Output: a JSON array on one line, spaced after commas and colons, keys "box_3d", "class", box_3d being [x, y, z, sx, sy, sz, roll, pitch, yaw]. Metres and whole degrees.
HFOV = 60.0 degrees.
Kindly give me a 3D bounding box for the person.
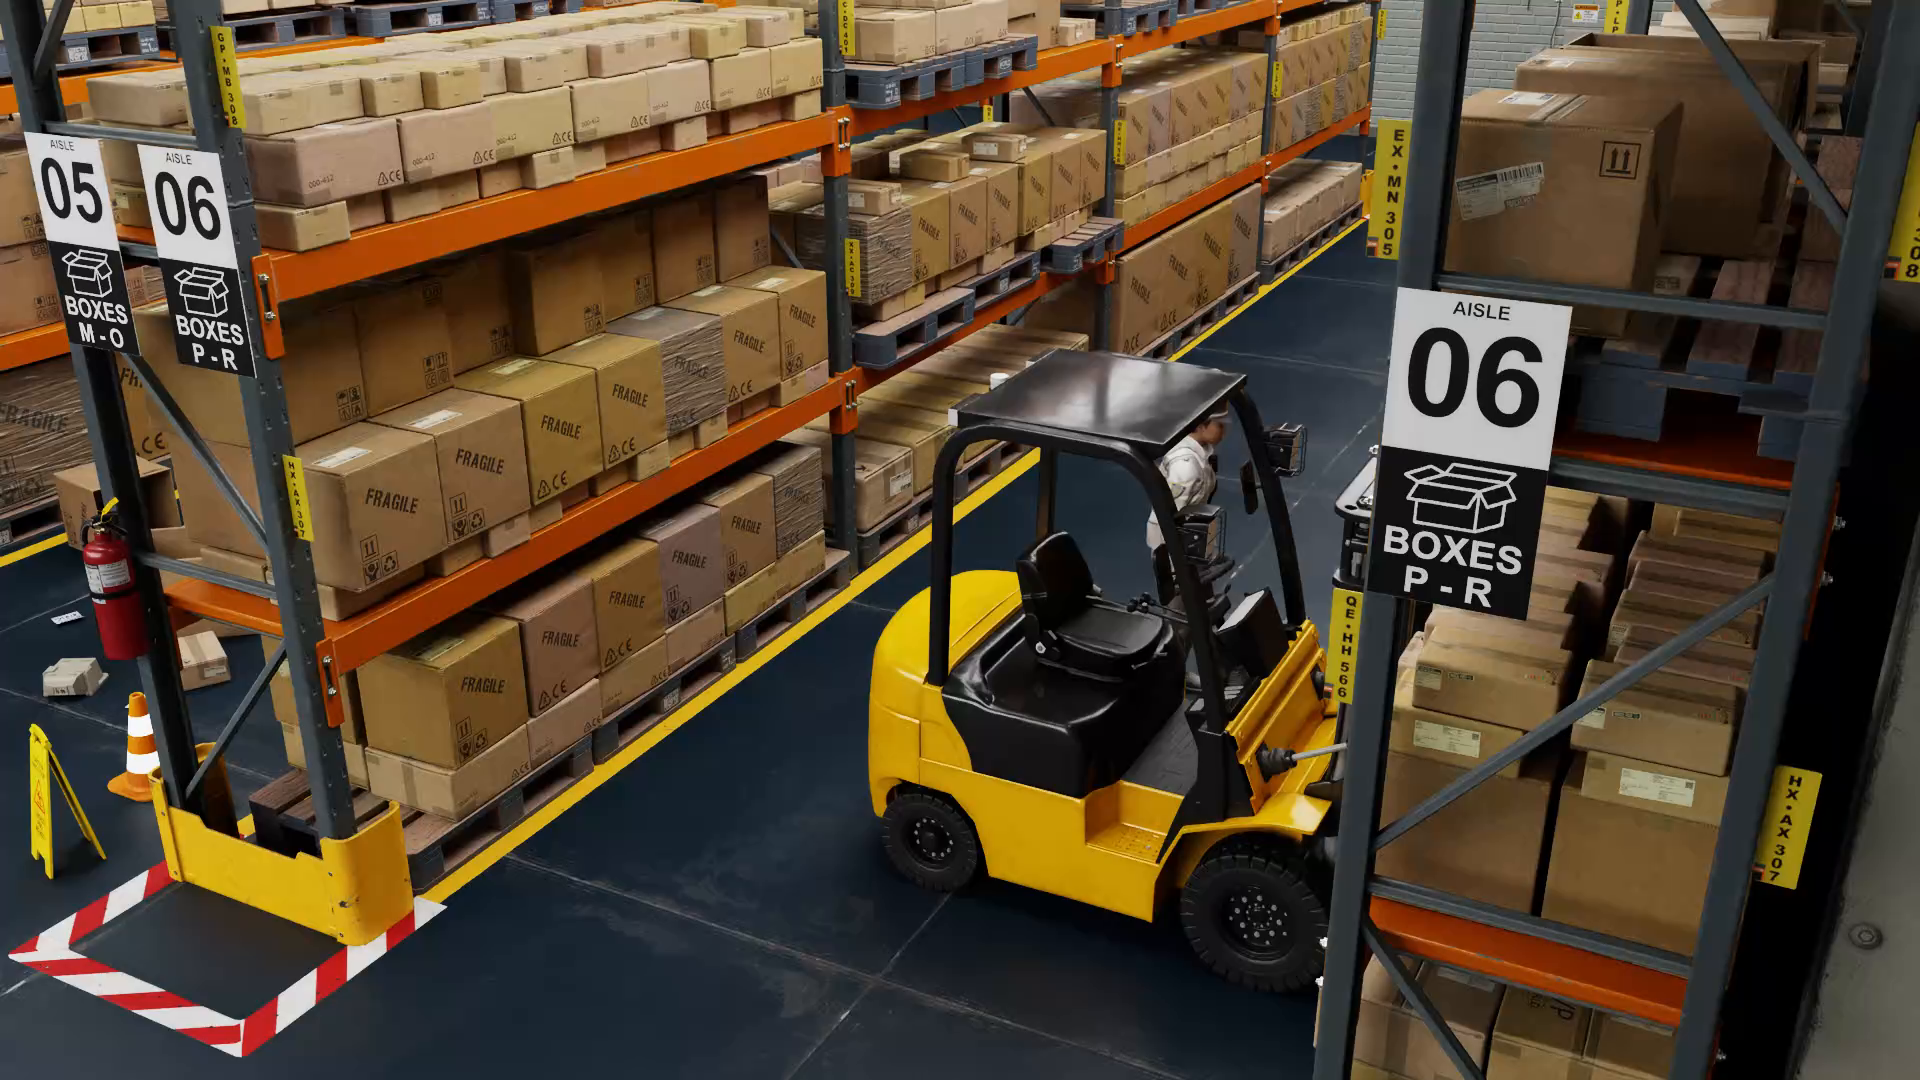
[{"box_3d": [1.149, 0.046, 8.482, 0.376, 1.663, 0.544, 9, 25, 21], "class": "person"}]
